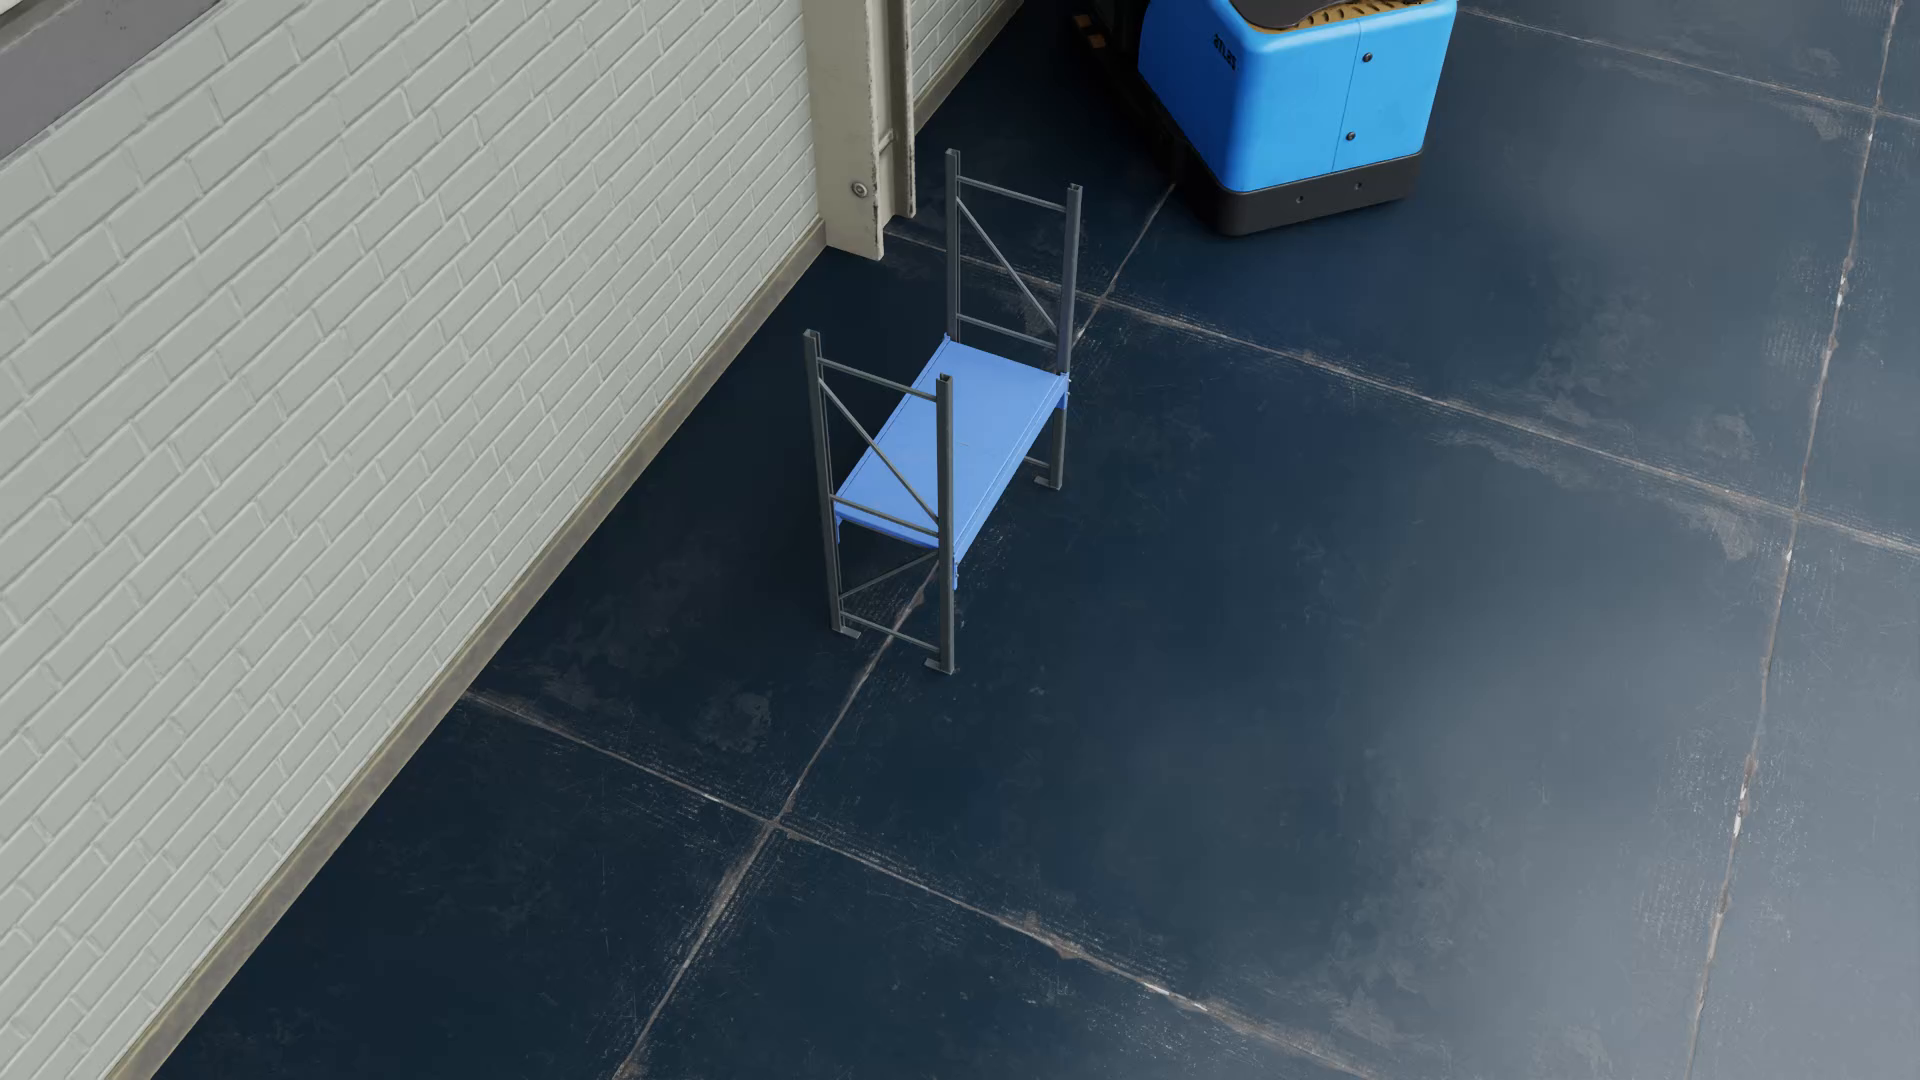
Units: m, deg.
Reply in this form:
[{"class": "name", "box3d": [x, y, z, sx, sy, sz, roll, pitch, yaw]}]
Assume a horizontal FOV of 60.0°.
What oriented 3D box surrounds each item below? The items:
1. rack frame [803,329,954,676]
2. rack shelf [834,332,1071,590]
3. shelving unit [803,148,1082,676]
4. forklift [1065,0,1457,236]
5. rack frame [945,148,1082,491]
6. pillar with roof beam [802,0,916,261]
[{"class": "rack frame", "box3d": [-0.254, -0.077, 5.646, 0.500, 1.500, 0.032, 20, 52, 16]}, {"class": "rack shelf", "box3d": [-0.036, -0.311, 6.081, 0.538, 0.185, 1.000, 20, 52, 16]}, {"class": "shelving unit", "box3d": [-0.036, -0.427, 5.944, 0.538, 1.500, 1.048, 20, 52, 16]}, {"class": "forklift", "box3d": [1.198, -3.502, 7.621, 1.130, 2.935, 3.031, -15, 51, -12]}, {"class": "rack frame", "box3d": [0.181, -0.777, 6.242, 0.500, 1.500, 0.032, 20, 52, 16]}, {"class": "pillar with roof beam", "box3d": [3.463, -2.987, 3.198, 9.100, 9.000, 0.400, 20, 52, 16]}]
